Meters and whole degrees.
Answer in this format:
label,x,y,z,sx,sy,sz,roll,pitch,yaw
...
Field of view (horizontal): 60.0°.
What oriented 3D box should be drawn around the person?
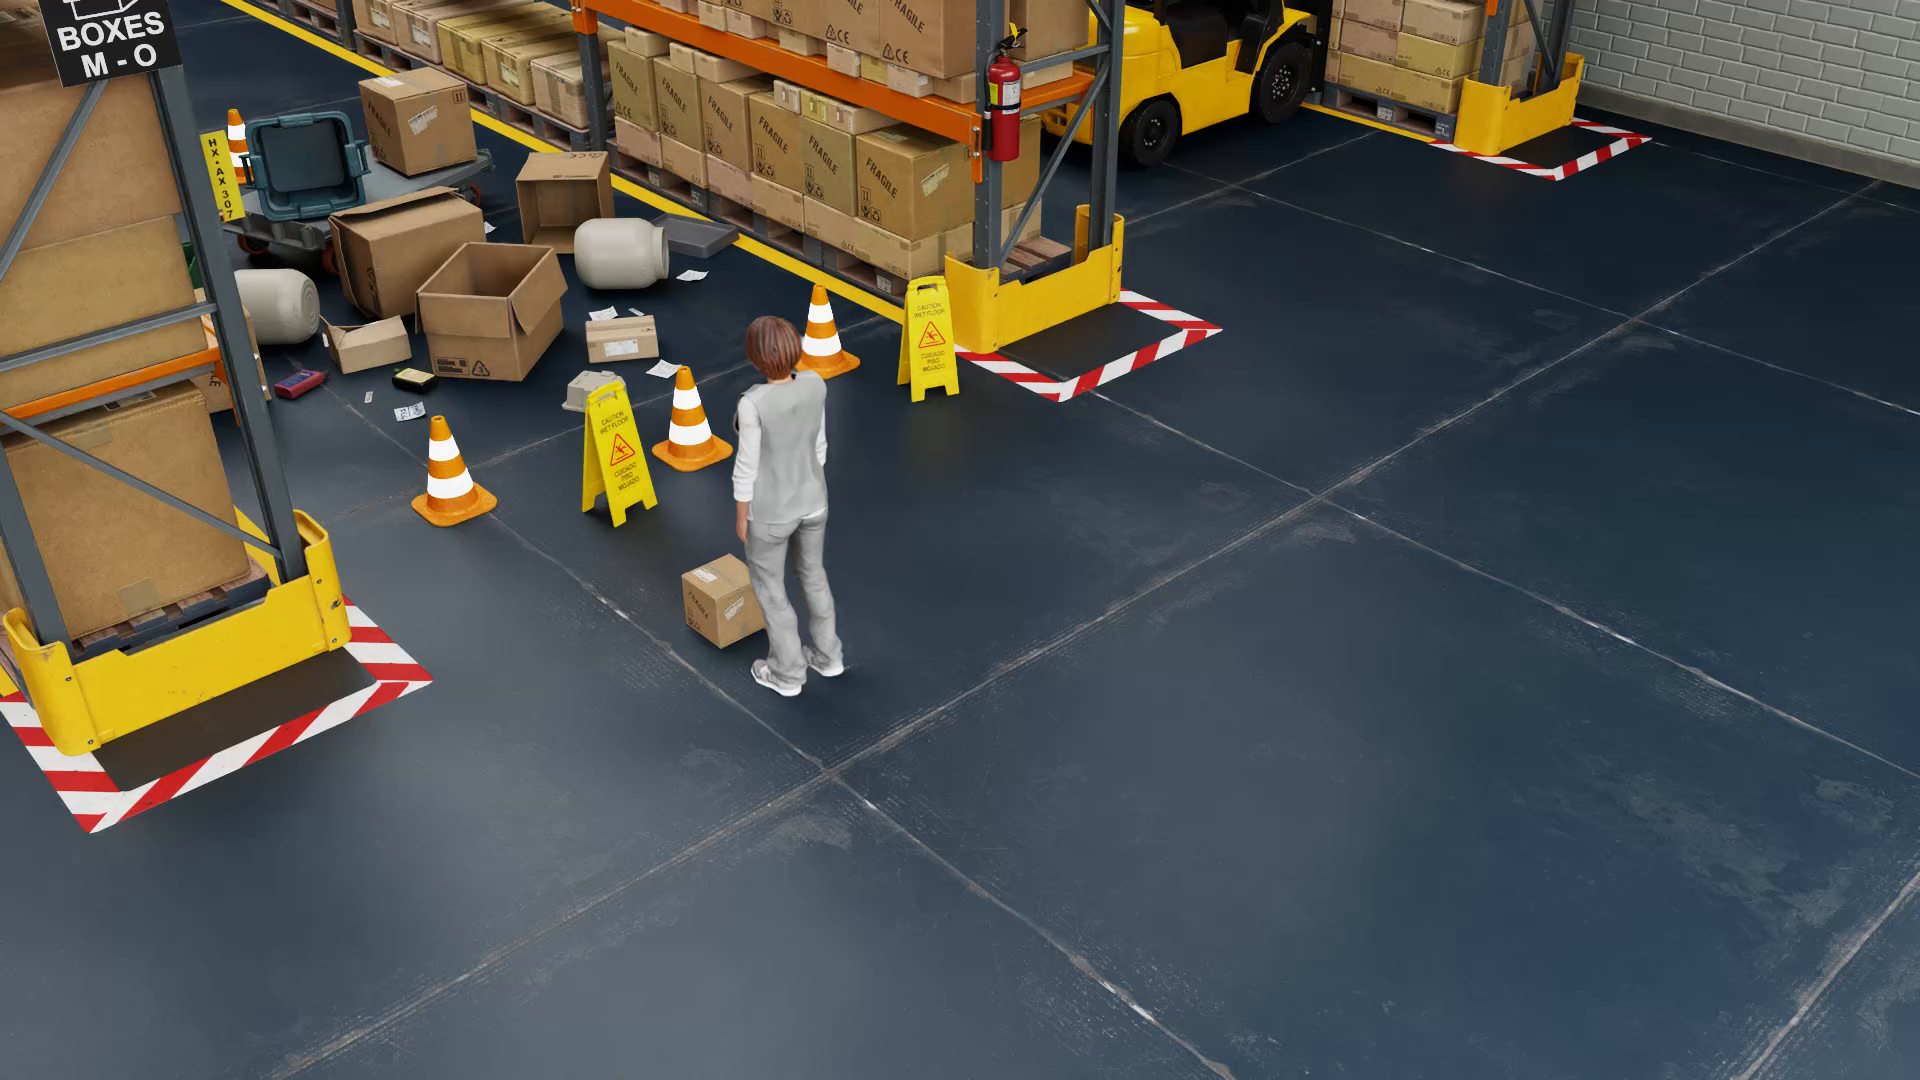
label,x,y,z,sx,sy,sz,roll,pitch,yaw
person,-0.678,-0.103,6.343,0.406,1.600,0.308,-25,40,-34
